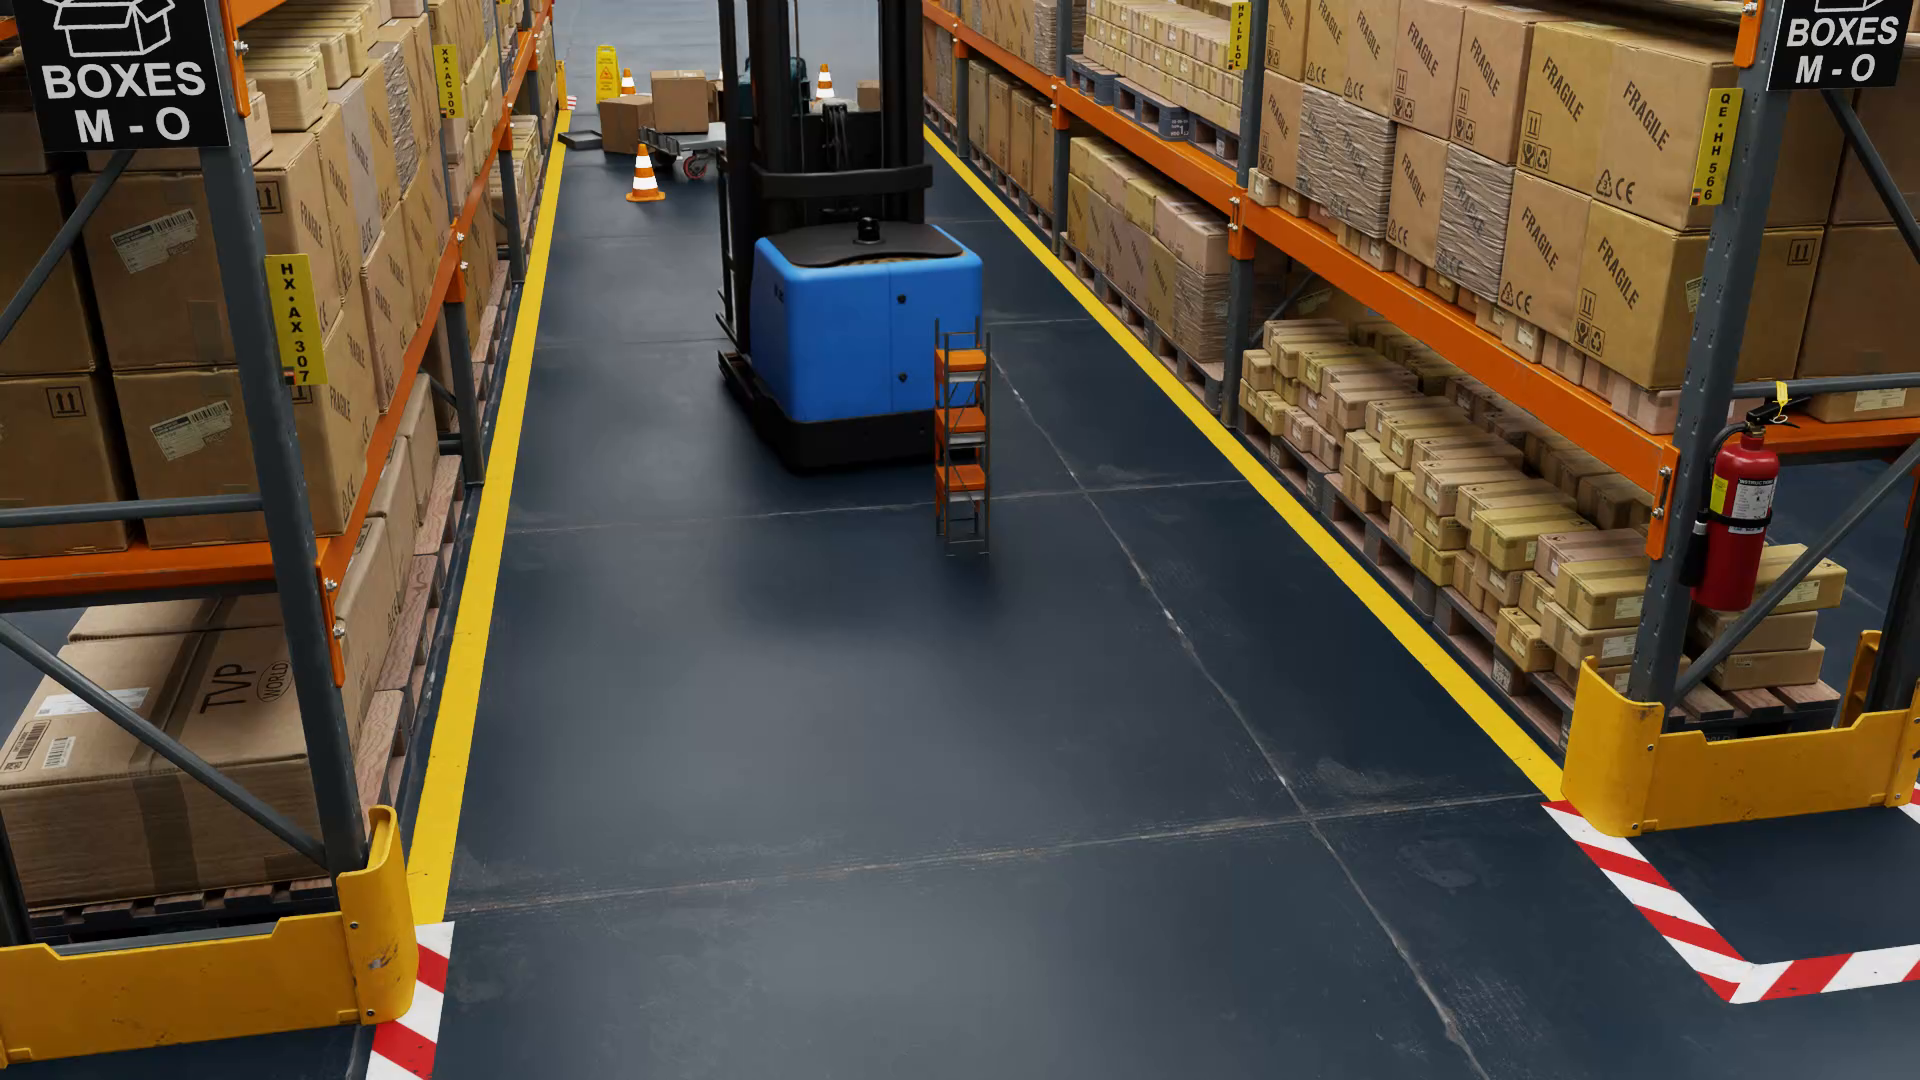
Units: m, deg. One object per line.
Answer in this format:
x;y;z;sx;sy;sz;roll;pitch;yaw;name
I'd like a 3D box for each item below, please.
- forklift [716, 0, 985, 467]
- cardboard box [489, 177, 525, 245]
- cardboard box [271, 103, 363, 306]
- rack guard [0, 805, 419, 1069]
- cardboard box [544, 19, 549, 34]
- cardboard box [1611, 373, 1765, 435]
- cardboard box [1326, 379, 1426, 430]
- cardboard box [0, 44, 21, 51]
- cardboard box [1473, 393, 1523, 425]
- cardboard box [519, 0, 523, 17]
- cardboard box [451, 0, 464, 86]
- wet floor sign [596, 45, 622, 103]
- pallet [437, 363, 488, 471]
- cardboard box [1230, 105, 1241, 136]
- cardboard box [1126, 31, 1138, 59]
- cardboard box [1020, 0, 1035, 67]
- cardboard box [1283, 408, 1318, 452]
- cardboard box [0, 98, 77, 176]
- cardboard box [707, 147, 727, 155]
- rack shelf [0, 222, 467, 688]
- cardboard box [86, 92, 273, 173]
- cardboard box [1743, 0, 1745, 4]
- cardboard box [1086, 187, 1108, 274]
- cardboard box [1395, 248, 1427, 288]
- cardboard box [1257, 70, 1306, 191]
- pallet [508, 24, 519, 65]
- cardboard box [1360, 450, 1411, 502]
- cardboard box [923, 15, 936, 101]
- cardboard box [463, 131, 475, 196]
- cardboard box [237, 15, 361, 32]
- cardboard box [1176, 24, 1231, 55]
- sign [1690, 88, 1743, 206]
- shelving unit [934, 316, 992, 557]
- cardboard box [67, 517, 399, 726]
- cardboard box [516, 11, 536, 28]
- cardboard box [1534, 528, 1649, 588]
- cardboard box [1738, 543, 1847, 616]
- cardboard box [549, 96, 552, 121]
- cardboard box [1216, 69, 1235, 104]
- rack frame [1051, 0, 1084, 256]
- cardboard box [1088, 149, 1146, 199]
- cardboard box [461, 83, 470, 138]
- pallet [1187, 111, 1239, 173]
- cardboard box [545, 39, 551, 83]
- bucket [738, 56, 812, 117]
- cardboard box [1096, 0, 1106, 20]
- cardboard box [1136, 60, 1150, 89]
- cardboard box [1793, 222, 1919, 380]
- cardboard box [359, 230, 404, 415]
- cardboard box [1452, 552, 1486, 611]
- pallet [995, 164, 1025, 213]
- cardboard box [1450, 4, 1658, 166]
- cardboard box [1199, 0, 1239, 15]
-0.809;-2.275;9.297;1.130;2.935;3.031;-7;25;-16;forklift
-3.733;-2.419;12.299;0.950;0.372;0.625;-6;24;-13;cardboard box
-2.070;-0.978;4.866;0.500;0.500;0.500;-5;24;-11;cardboard box
-2.154;1.094;4.620;1.175;0.500;0.348;-4;24;-10;rack guard
-4.536;-5.393;17.514;0.380;0.149;0.250;-4;24;-9;cardboard box
2.349;-0.459;5.368;0.380;0.149;0.250;-4;24;-10;cardboard box
1.933;-0.633;7.744;0.380;0.149;0.250;-4;24;-9;cardboard box
-9.400;-4.820;16.700;0.500;0.250;0.500;-4;24;-9;cardboard box
2.583;-0.571;7.603;0.380;0.149;0.250;-5;24;-12;cardboard box
-3.897;-4.473;14.032;0.380;0.149;0.250;-5;24;-11;cardboard box
-2.818;-2.531;8.423;0.500;0.500;0.500;-4;24;-10;cardboard box
-4.101;-5.429;19.375;0.267;0.644;0.232;4;24;9;wet floor sign
-3.115;-0.654;8.984;1.003;0.211;1.213;-4;24;-10;pallet
1.680;-2.259;8.964;0.380;0.149;0.250;-5;24;-11;cardboard box
1.297;-3.214;10.778;0.380;0.149;0.250;-4;24;-10;cardboard box
0.770;-4.013;13.066;0.500;0.500;0.500;-4;24;-10;cardboard box
1.846;-0.561;8.323;0.380;0.149;0.250;-4;24;-10;cardboard box
-2.422;-0.989;4.081;0.380;0.149;0.250;-4;24;-9;cardboard box
-2.419;-4.007;16.594;0.396;0.266;0.258;18;29;36;cardboard box
-2.528;-0.518;6.087;1.077;0.370;4.000;-4;24;-10;rack shelf
-1.952;-1.022;4.158;0.380;0.149;0.250;-4;24;-9;cardboard box
6.220;-4.158;12.144;0.797;0.503;0.637;-3;24;-8;cardboard box
1.184;-2.166;11.560;0.500;0.500;0.500;-4;24;-9;cardboard box
2.065;-1.173;7.002;0.380;0.149;0.250;-3;24;-8;cardboard box
1.792;-2.009;8.106;0.500;0.500;0.500;-5;24;-11;cardboard box
-4.044;-3.895;13.161;1.003;0.211;1.213;-4;24;-10;pallet
1.996;-0.291;7.335;0.380;0.149;0.250;-4;24;-9;cardboard box
0.084;-5.371;18.431;0.875;0.875;0.875;-5;24;-11;cardboard box
-2.817;-1.962;8.681;0.500;0.250;0.500;-5;24;-11;cardboard box
-2.294;-1.735;5.790;0.380;0.149;0.250;-4;24;-10;cardboard box
1.494;-2.941;9.783;0.380;0.149;0.250;-5;24;-11;cardboard box
2.138;-1.109;4.701;0.100;0.325;0.005;-4;24;-10;sign
0.010;-0.460;7.492;0.215;1.050;0.252;-4;24;-10;shelving unit
-2.556;0.309;5.971;0.875;0.438;0.875;-4;24;-8;cardboard box
-4.121;-4.813;15.337;0.380;0.149;0.250;-4;24;-10;cardboard box
2.350;0.082;6.109;0.380;0.149;0.250;-4;24;-9;cardboard box
2.924;0.143;5.968;0.380;0.149;0.250;-5;24;-12;cardboard box
-4.432;-4.383;16.949;0.500;0.250;0.500;-5;24;-10;cardboard box
1.630;-2.499;9.143;0.380;0.149;0.250;-4;24;-9;cardboard box
1.208;-3.614;12.276;1.000;3.000;0.127;-4;24;-10;rack frame
1.191;-2.516;11.424;0.500;0.250;0.500;-5;24;-10;cardboard box
-2.827;-2.192;8.583;0.500;0.250;0.500;-4;24;-9;cardboard box
1.949;-2.264;9.425;1.003;0.211;1.213;-4;24;-10;pallet
-4.527;-4.930;17.265;0.500;0.500;0.500;-5;24;-11;cardboard box
-1.823;-4.266;15.962;0.726;0.611;0.620;4;34;9;bucket
1.155;-3.662;11.433;0.380;0.149;0.250;-5;24;-11;cardboard box
1.339;-2.979;10.612;0.380;0.149;0.250;-4;24;-9;cardboard box
2.876;-0.846;5.443;0.500;0.500;0.500;-3;24;-7;cardboard box
-2.163;-0.715;5.515;0.500;0.500;0.500;-4;24;-10;cardboard box
2.215;0.155;6.684;0.380;0.149;0.250;-4;24;-9;cardboard box
0.914;-3.130;14.654;1.003;0.211;1.213;-4;24;-10;pallet
2.160;-1.672;6.085;0.500;0.500;0.500;-3;24;-7;cardboard box
1.842;-3.603;11.297;0.380;0.149;0.250;-4;24;-8;cardboard box
